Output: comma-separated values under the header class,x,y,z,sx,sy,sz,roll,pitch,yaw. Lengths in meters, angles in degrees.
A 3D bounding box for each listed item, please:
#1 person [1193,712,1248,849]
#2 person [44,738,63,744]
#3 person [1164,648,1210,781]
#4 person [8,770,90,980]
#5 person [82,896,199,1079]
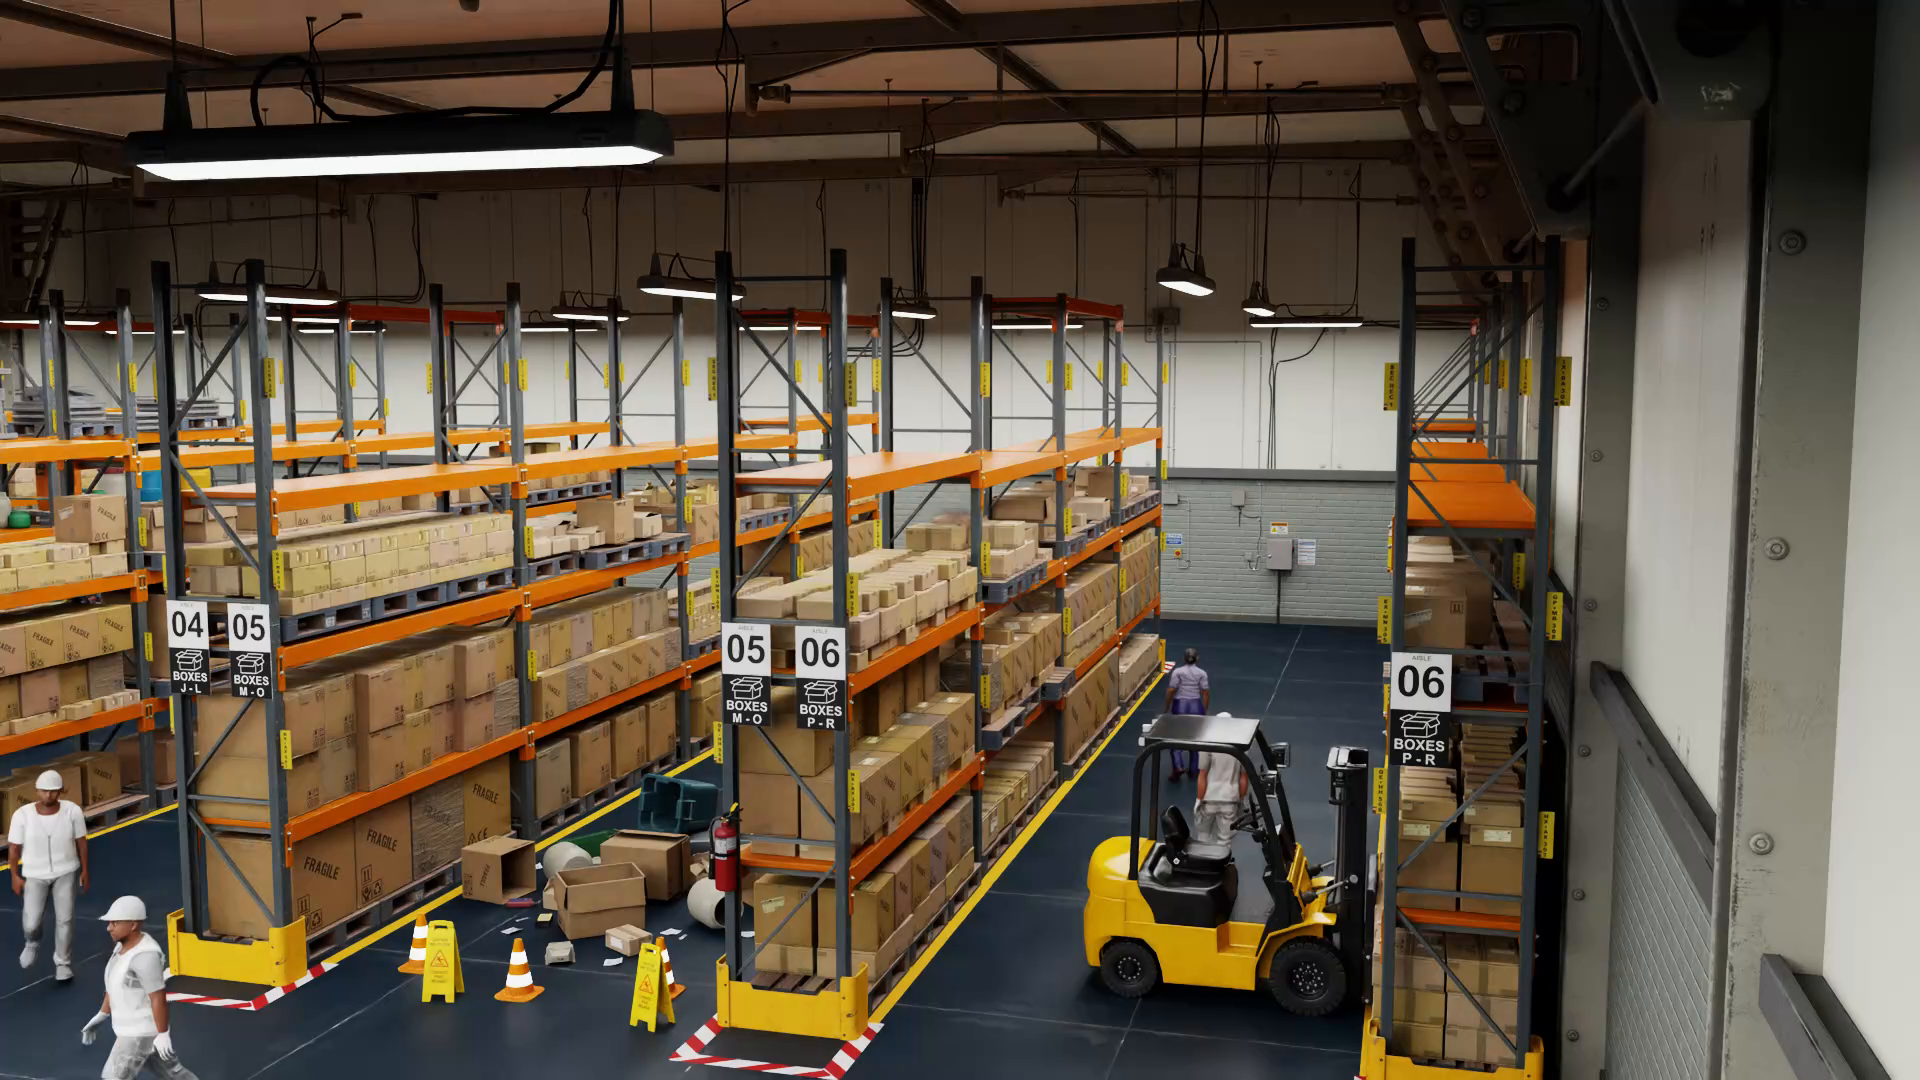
class,x,y,z,sx,sy,sz,roll,pitch,yaw
person,2.543,2.577,16.210,0.543,1.808,0.542,0,6,5
person,-12.431,1.910,22.638,0.565,1.719,0.460,2,6,19
person,2.852,2.183,20.716,0.541,1.635,0.573,0,6,-3
person,-7.661,2.797,13.991,0.589,1.754,0.554,-4,7,-33
person,-5.389,3.151,10.755,1.089,1.715,0.580,-4,7,-31
